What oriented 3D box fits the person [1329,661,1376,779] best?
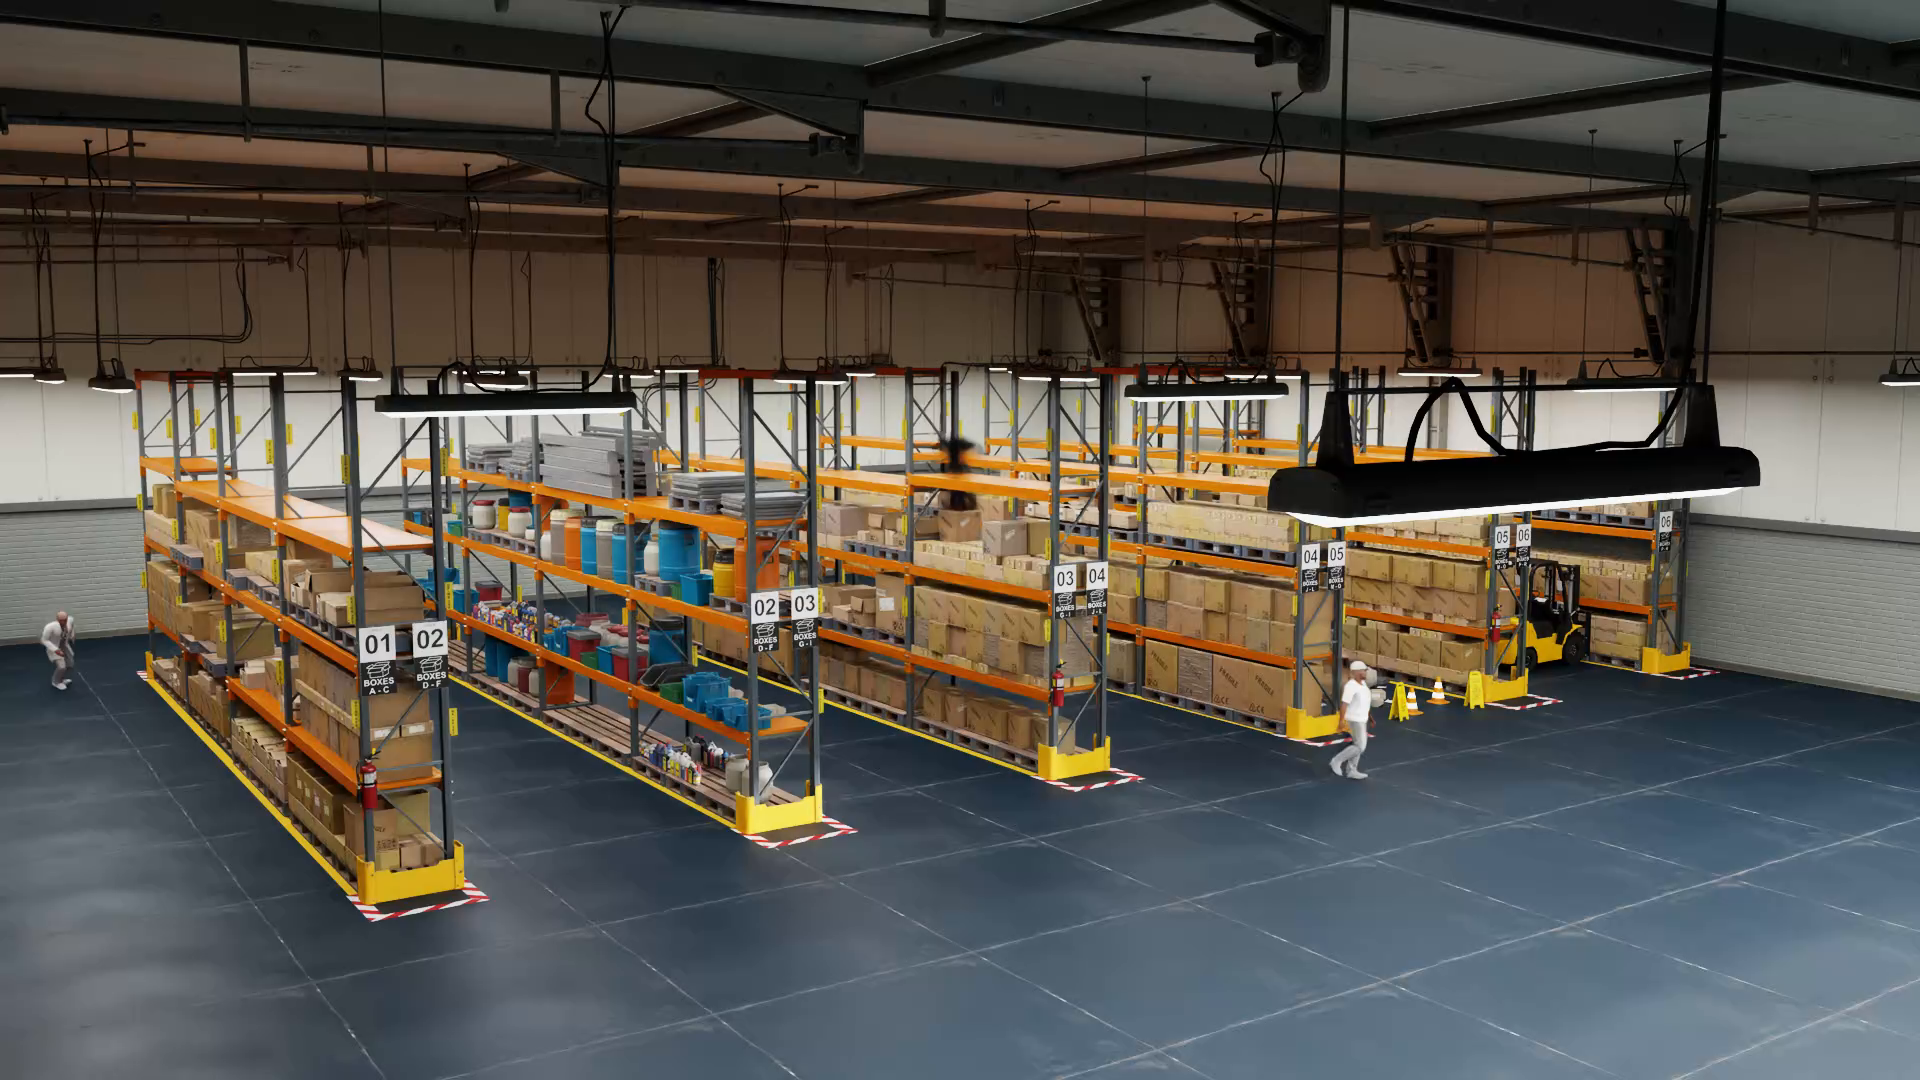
[{"bbox_3d":[5.825,2.670,24.674,0.586,1.753,0.666,3,7,27],"label":"person"}]

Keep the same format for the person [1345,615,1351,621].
[{"bbox_3d":[8.466,1.502,35.606,0.807,1.705,0.516,6,9,44],"label":"person"}]

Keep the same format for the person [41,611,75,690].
[{"bbox_3d":[-16.928,2.053,31.232,0.930,1.534,0.774,3,7,25],"label":"person"}]
